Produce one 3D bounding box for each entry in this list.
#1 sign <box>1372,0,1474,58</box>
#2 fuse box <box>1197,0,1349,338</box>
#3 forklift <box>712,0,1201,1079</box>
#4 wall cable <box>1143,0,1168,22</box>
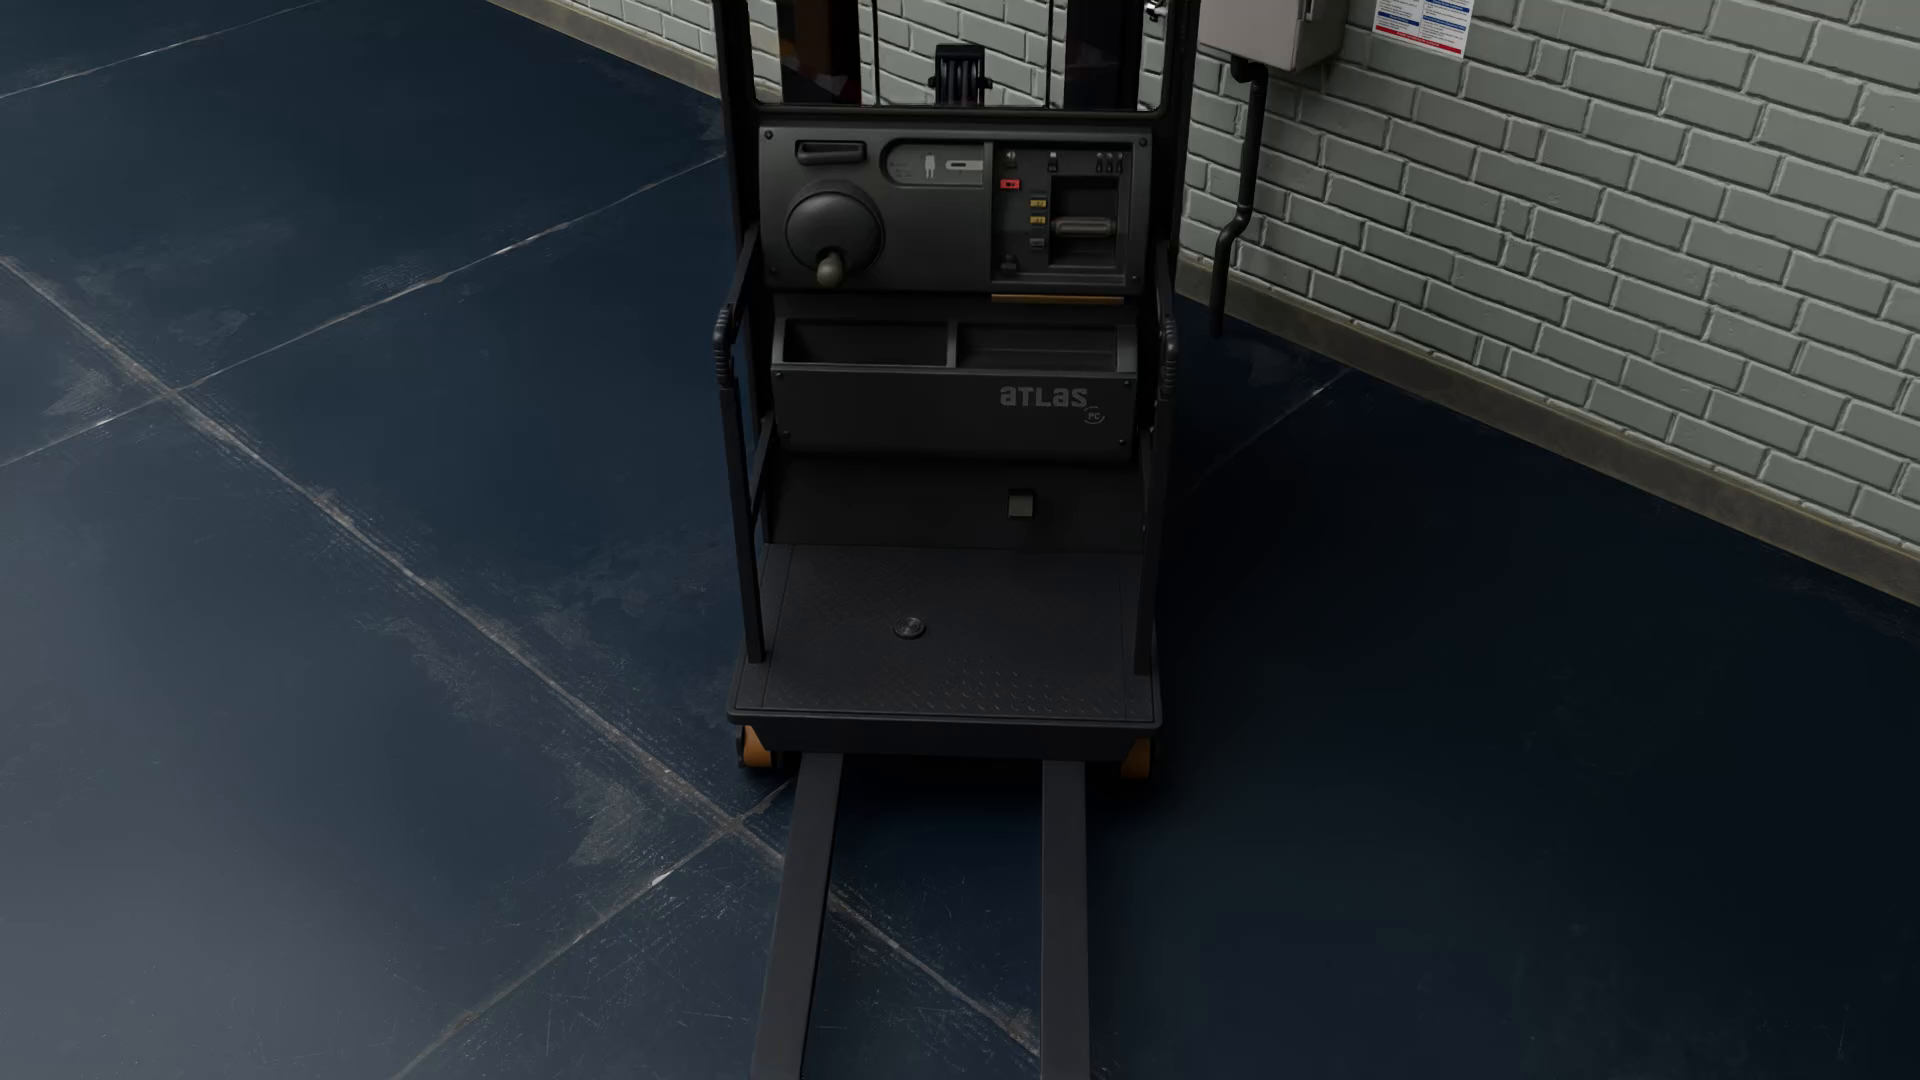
[{"bbox_3d":[1.455,-1.771,5.143,0.329,0.494,0.001,30,47,32],"label":"sign"},{"bbox_3d":[0.950,-1.416,5.656,0.539,1.711,0.414,30,47,32],"label":"fuse box"},{"bbox_3d":[-0.020,-0.716,3.795,1.130,2.935,3.031,2,39,2],"label":"forklift"},{"bbox_3d":[0.553,-2.677,5.390,0.588,1.984,0.122,30,47,32],"label":"wall cable"}]
